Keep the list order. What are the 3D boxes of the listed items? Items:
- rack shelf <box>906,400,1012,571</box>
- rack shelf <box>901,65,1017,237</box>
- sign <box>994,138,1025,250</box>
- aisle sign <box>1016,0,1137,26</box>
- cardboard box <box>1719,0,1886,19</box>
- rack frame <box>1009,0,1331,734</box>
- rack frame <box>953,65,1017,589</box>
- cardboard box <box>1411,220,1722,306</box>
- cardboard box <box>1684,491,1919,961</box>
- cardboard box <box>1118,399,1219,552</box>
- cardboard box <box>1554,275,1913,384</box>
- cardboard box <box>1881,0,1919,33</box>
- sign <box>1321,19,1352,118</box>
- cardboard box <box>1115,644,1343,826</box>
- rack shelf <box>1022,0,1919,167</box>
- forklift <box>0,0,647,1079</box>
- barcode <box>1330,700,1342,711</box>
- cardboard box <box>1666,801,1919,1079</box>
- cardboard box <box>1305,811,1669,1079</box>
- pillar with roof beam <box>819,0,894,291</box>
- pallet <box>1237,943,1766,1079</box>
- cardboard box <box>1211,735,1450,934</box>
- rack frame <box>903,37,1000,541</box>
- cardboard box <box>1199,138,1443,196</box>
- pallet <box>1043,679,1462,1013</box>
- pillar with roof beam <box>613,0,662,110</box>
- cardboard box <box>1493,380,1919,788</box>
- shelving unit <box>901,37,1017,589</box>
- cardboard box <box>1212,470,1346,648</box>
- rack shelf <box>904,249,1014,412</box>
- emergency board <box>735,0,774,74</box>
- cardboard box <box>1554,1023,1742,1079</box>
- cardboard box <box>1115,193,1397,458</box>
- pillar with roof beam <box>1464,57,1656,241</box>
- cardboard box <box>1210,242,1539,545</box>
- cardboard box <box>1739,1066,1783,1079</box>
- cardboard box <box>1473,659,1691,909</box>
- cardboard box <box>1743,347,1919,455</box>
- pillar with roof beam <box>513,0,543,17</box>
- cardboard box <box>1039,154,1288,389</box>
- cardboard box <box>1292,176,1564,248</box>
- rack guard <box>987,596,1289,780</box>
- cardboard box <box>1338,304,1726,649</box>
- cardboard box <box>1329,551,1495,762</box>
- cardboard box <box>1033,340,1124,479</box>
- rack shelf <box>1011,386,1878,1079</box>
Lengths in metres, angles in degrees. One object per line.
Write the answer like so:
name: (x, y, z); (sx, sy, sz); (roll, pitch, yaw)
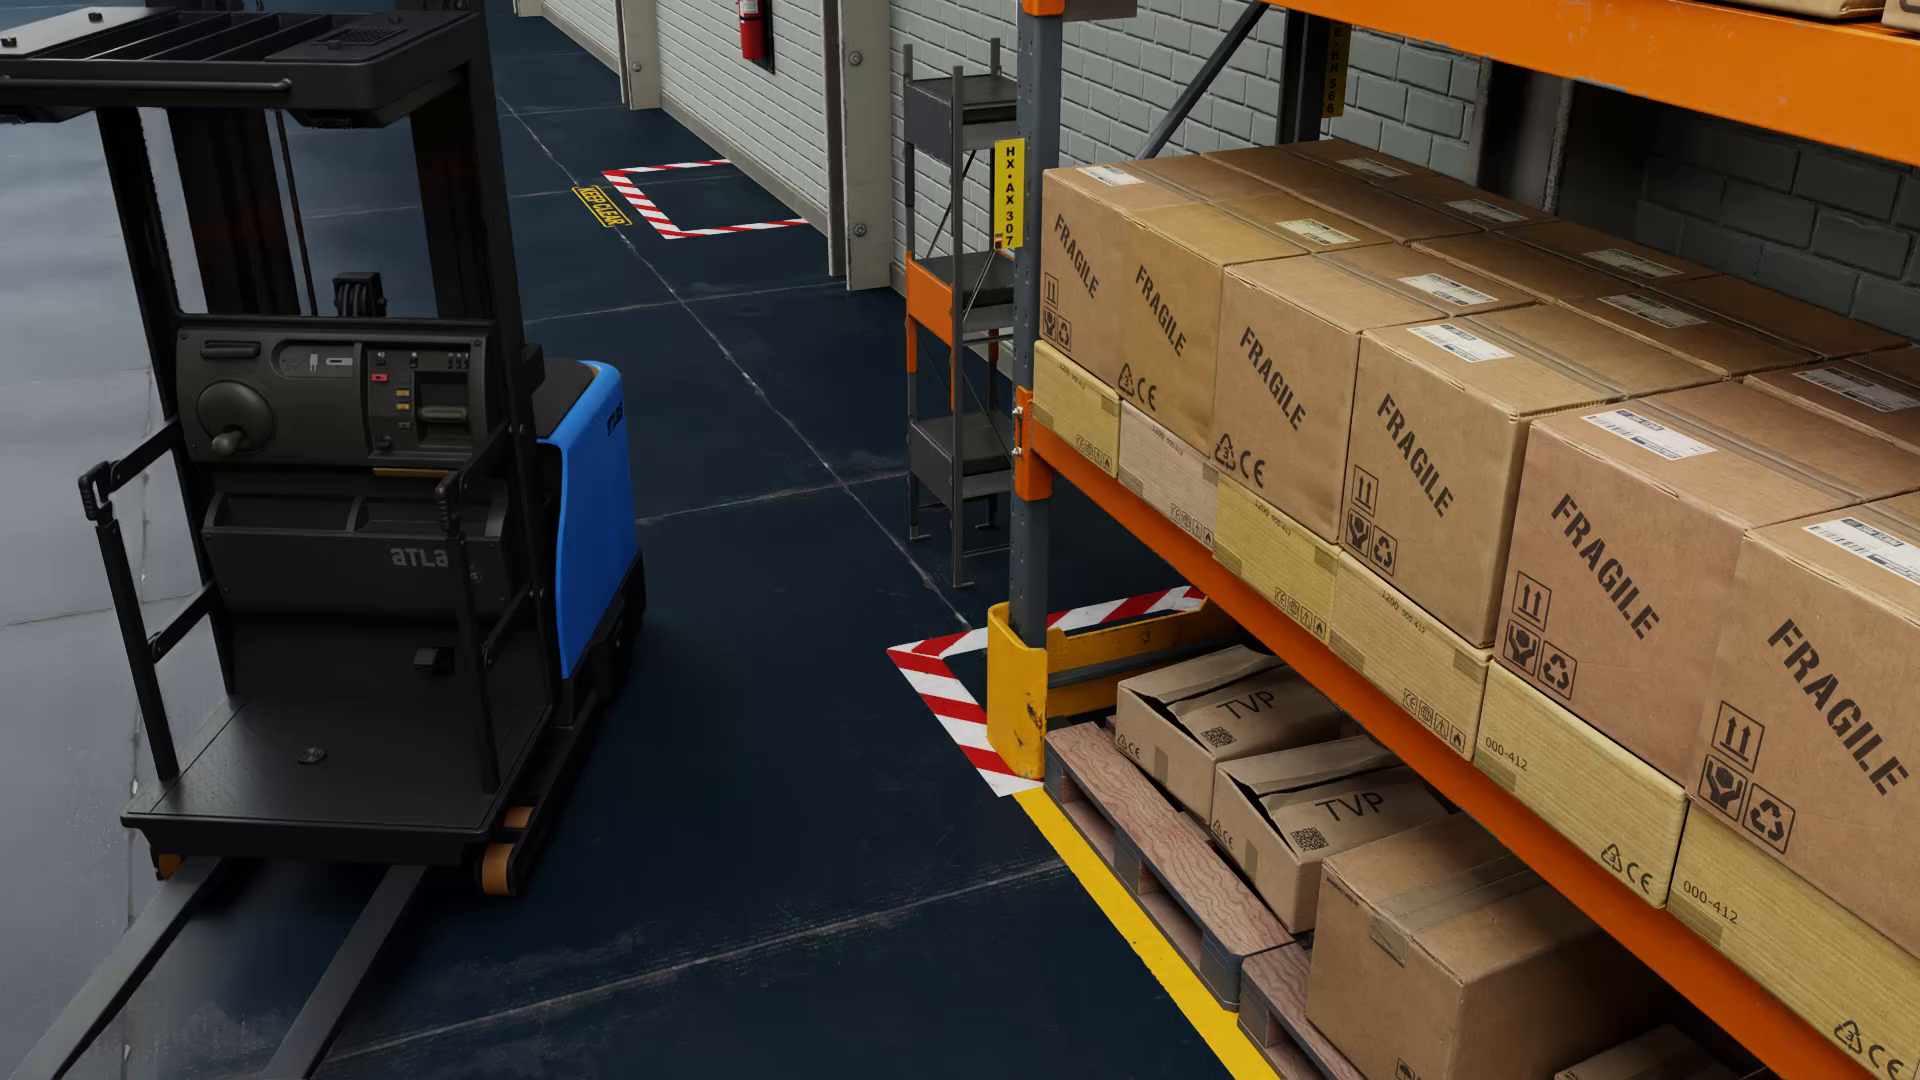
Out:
rack shelf: (0.065, -0.235, 6.966); (0.431, 0.518, 0.480); (-11, 28, -21)
rack shelf: (0.065, -1.493, 6.351); (0.431, 0.518, 0.480); (-11, 28, -21)
sign: (0.150, -1.028, 4.951); (0.100, 0.325, 0.005); (-11, 28, -21)
aisle sign: (0.345, -1.878, 4.715); (0.394, 0.787, 0.004); (-11, 28, -21)
cardboard box: (1.352, -1.105, 2.538); (0.500, 0.500, 0.500); (-12, 28, -23)
rack frame: (0.649, -0.733, 5.332); (1.000, 3.000, 0.127); (-11, 28, -21)
rack frame: (0.160, -0.778, 6.451); (0.400, 2.100, 0.015); (-11, 28, -21)
cardboard box: (1.424, -0.445, 4.035); (0.500, 0.500, 0.500); (-11, 28, -22)
cardboard box: (1.545, 0.265, 2.581); (0.500, 0.500, 0.500); (-11, 28, -21)
cardboard box: (0.764, -0.215, 4.421); (0.500, 0.250, 0.500); (-11, 28, -22)
cardboard box: (1.621, -0.241, 3.619); (0.500, 0.500, 0.500); (-10, 28, -20)
cardboard box: (1.604, -0.887, 2.093); (0.500, 0.500, 0.500); (-13, 29, -25)
sign: (1.167, -1.482, 5.187); (0.100, 0.325, 0.005); (-11, 28, -21)
cardboard box: (0.837, 0.573, 5.221); (0.500, 0.311, 0.500); (-14, 29, -26)
rack shelf: (1.432, -0.950, 3.178); (1.077, 0.370, 4.000); (-11, 28, -21)
forklift: (-1.859, -0.388, 4.704); (1.130, 2.935, 3.031); (2, 26, 4)
barcode: (1.212, 0.507, 5.345); (0.001, 0.075, 0.075); (-11, 28, -21)
cardboard box: (1.563, 0.599, 2.753); (0.500, 0.250, 0.500); (-10, 28, -20)
cardboard box: (1.302, 1.023, 4.084); (0.700, 0.500, 0.500); (-12, 29, -24)
pillar with roof beam: (-4.592, -4.977, 7.187); (9.100, 9.000, 0.400); (-11, 28, -21)
pallet: (1.438, 1.377, 4.189); (1.003, 0.211, 1.213); (-11, 28, -21)
cardboard box: (1.060, 0.803, 4.750); (0.500, 0.311, 0.500); (-8, 27, -16)
rack frame: (-0.031, -0.975, 6.854); (0.400, 2.100, 0.015); (-11, 28, -21)
cardboard box: (1.029, -0.857, 4.881); (0.500, 0.500, 0.500); (-11, 28, -21)
pallet: (0.964, 0.885, 5.196); (1.003, 0.211, 1.213); (-11, 28, -21)
pillar with roof beam: (-6.942, -7.399, 12.148); (9.100, 9.000, 0.400); (-11, 28, -21)
cardboard box: (1.358, 0.060, 3.001); (0.500, 0.500, 0.500); (-11, 28, -22)
shelving unit: (0.065, -0.877, 6.652); (0.431, 2.100, 0.503); (-11, 28, -21)
cardboard box: (0.958, -0.009, 3.997); (0.500, 0.250, 0.500); (-11, 28, -21)
rack shelf: (0.065, -0.864, 6.658); (0.431, 0.518, 0.480); (-11, 28, -21)
emergency board: (-1.563, -4.025, 12.075); (0.194, 1.169, 0.643); (-11, 28, -21)
cardboard box: (1.607, 1.316, 3.883); (0.380, 0.149, 0.250); (-13, 29, -25)
cardboard box: (0.744, -0.566, 4.283); (0.500, 0.500, 0.500); (-10, 28, -20)
pillar with roof beam: (-2.242, -2.555, 2.226); (9.100, 9.000, 0.400); (-11, 28, -21)
cardboard box: (0.940, -0.356, 3.854); (0.500, 0.500, 0.500); (-12, 28, -22)
cardboard box: (1.772, 1.396, 3.320); (0.500, 0.500, 0.500); (-13, 29, -24)
cardboard box: (1.352, 0.399, 3.163); (0.500, 0.250, 0.500); (-11, 28, -21)
cardboard box: (1.834, -0.034, 3.193); (0.500, 0.500, 0.500); (-10, 28, -19)
pillar with roof beam: (-9.291, -9.821, 17.109); (9.100, 9.000, 0.400); (-11, 28, -21)
cardboard box: (0.559, -0.767, 4.695); (0.500, 0.500, 0.500); (-11, 28, -21)
cardboard box: (1.217, -0.653, 4.461); (0.500, 0.500, 0.500); (-10, 28, -20)
rack guard: (0.679, 0.421, 5.817); (1.175, 0.500, 0.348); (-11, 28, -21)
cardboard box: (1.153, -0.150, 3.431); (0.500, 0.500, 0.500); (-10, 28, -19)
cardboard box: (1.154, 0.196, 3.579); (0.500, 0.250, 0.500); (-10, 28, -20)
cardboard box: (0.548, -0.423, 4.845); (0.500, 0.250, 0.500); (-11, 28, -22)
rack shelf: (1.432, 0.398, 3.836); (1.077, 0.370, 4.000); (-11, 28, -21)
